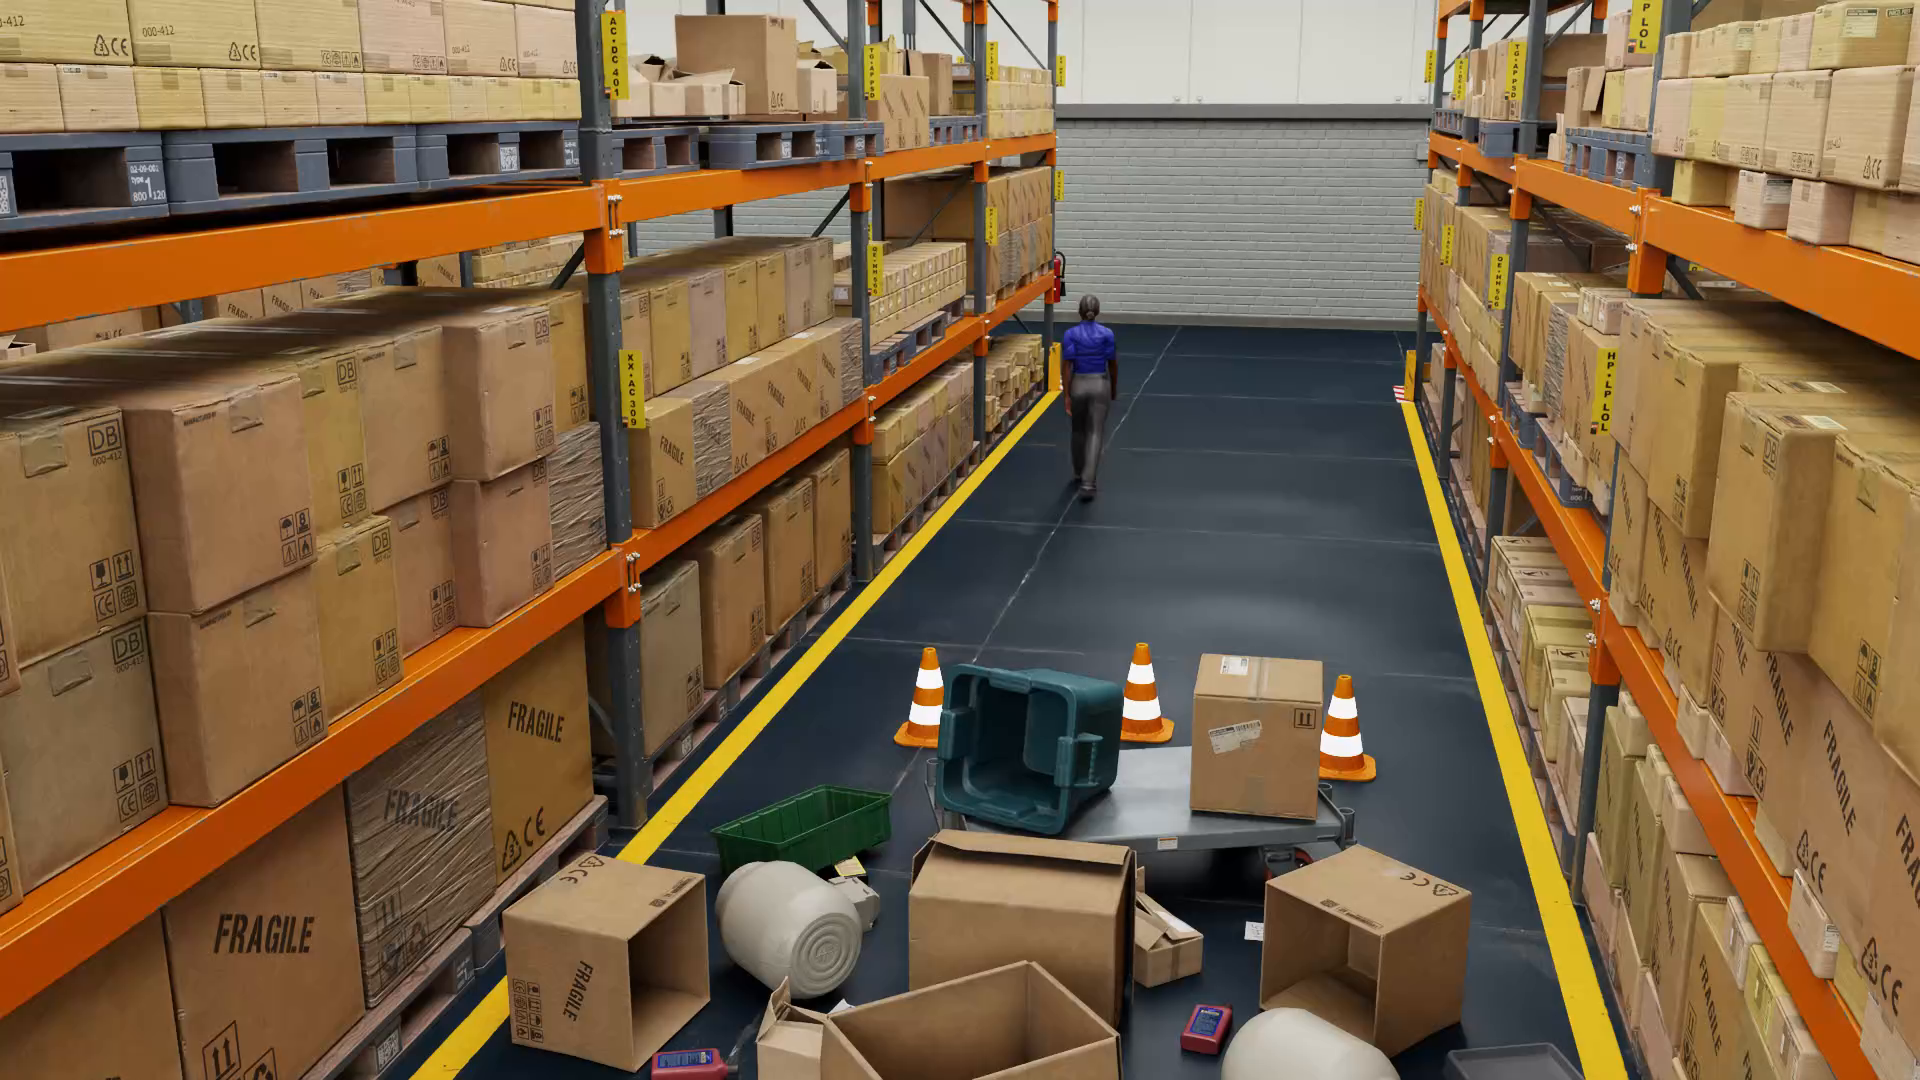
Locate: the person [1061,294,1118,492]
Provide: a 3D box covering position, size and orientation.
[{"bbox_3d":[1.071,-1.227,13.668,0.438,1.599,0.994,3,15,13],"label":"person"}]
